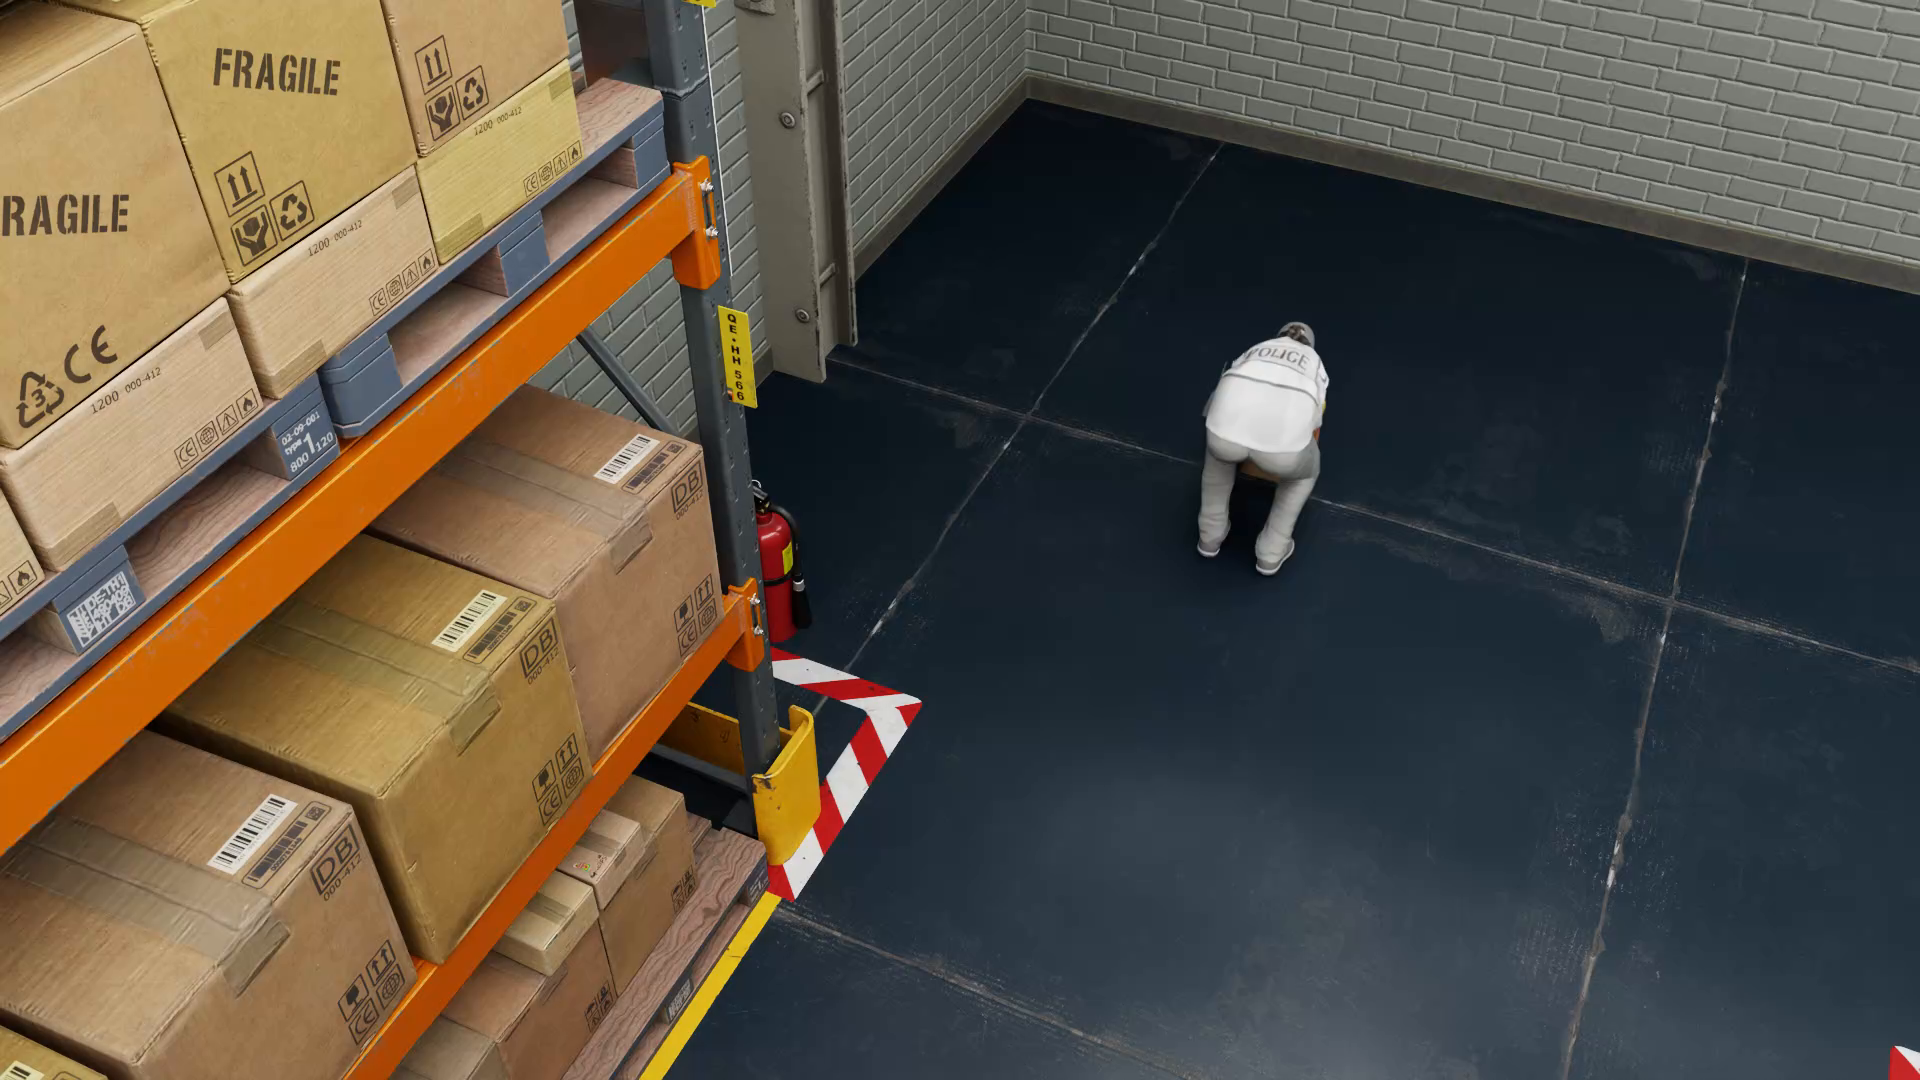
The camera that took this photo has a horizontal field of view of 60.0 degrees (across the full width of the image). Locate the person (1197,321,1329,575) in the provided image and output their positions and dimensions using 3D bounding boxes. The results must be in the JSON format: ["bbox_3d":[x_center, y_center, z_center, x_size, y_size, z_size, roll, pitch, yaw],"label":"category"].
[{"bbox_3d":[1.320,-0.437,7.143,0.503,0.990,0.945,15,44,16],"label":"person"}]
